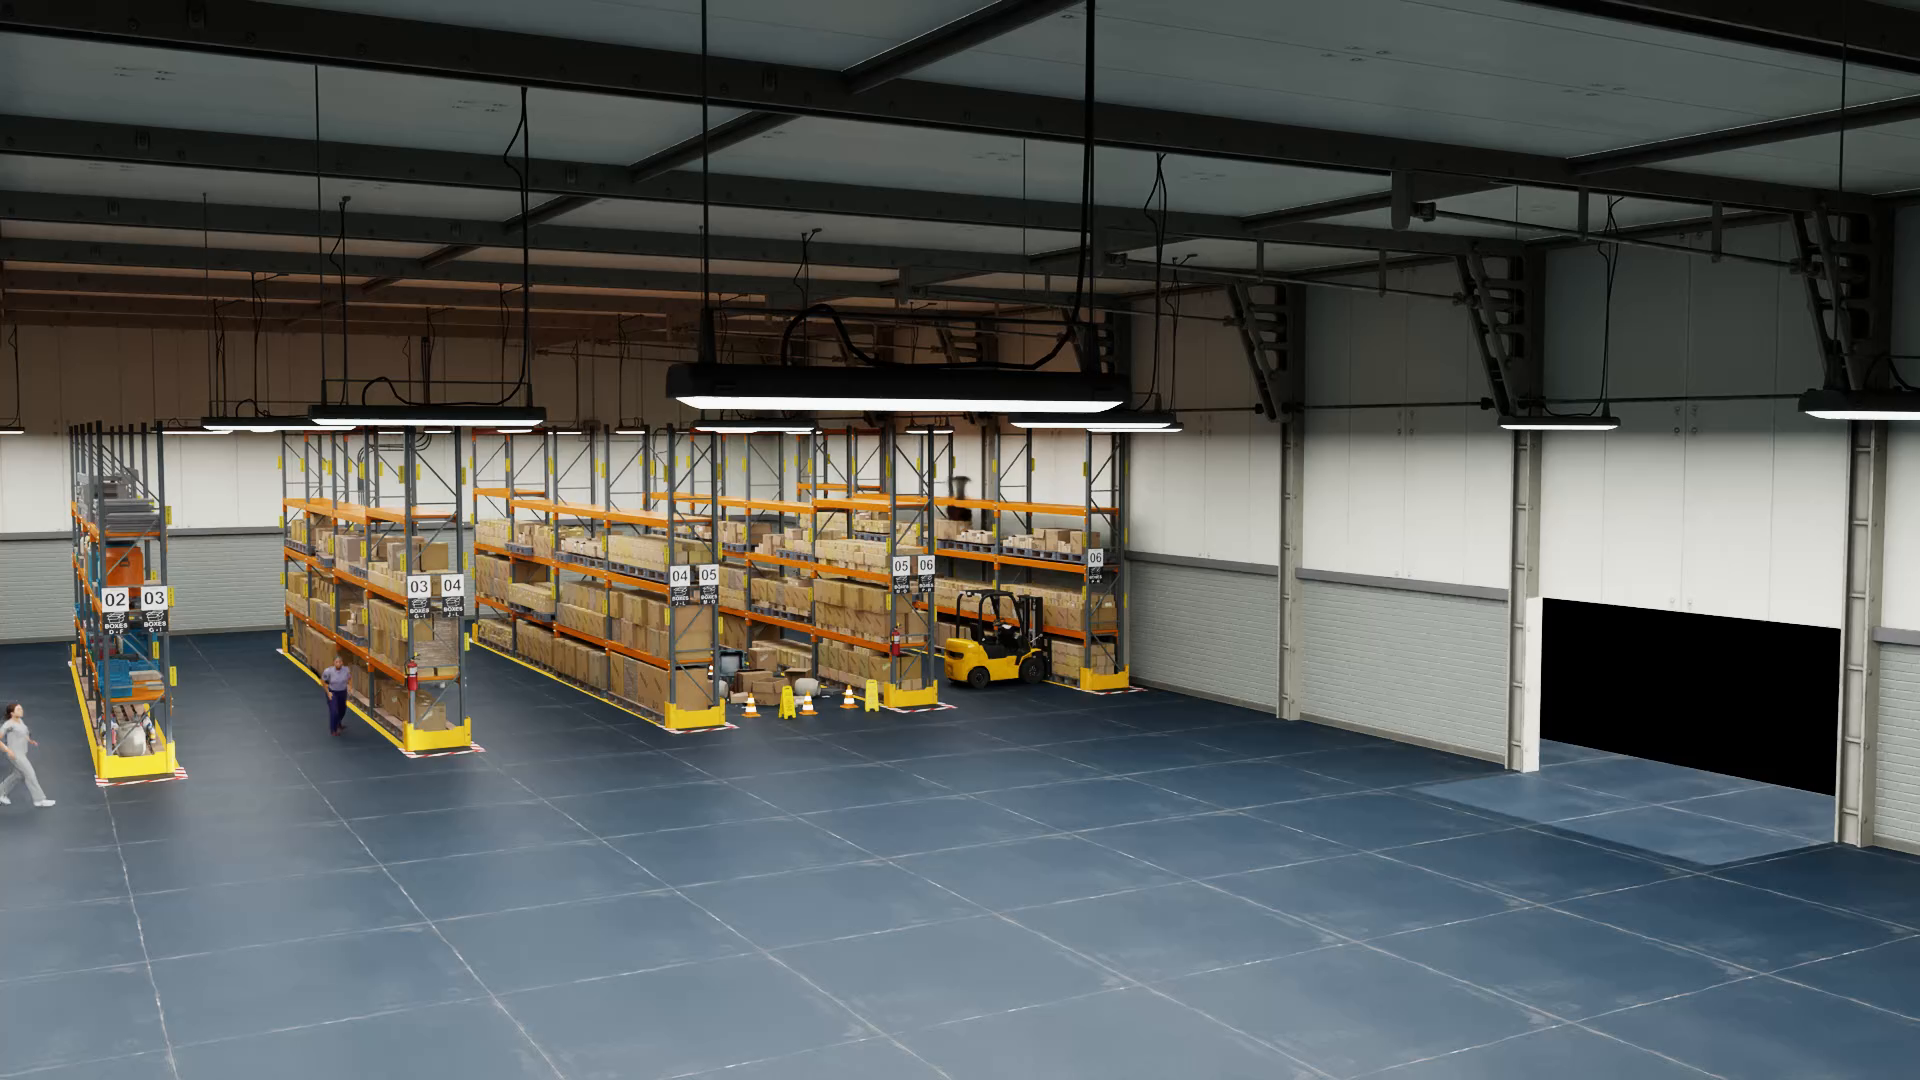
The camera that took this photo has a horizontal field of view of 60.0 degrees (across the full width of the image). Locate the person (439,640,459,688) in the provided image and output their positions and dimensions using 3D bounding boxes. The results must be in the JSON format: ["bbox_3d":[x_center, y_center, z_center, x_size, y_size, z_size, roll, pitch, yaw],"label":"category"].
[{"bbox_3d":[-11.726,2.517,37.902,0.716,1.733,0.700,-2,4,-28],"label":"person"}]

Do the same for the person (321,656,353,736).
[{"bbox_3d":[-12.001,2.972,32.036,0.838,1.561,0.647,3,5,42],"label":"person"}]

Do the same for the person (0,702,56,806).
[{"bbox_3d":[-14.448,3.296,25.508,0.953,1.637,0.614,0,4,-7],"label":"person"}]
